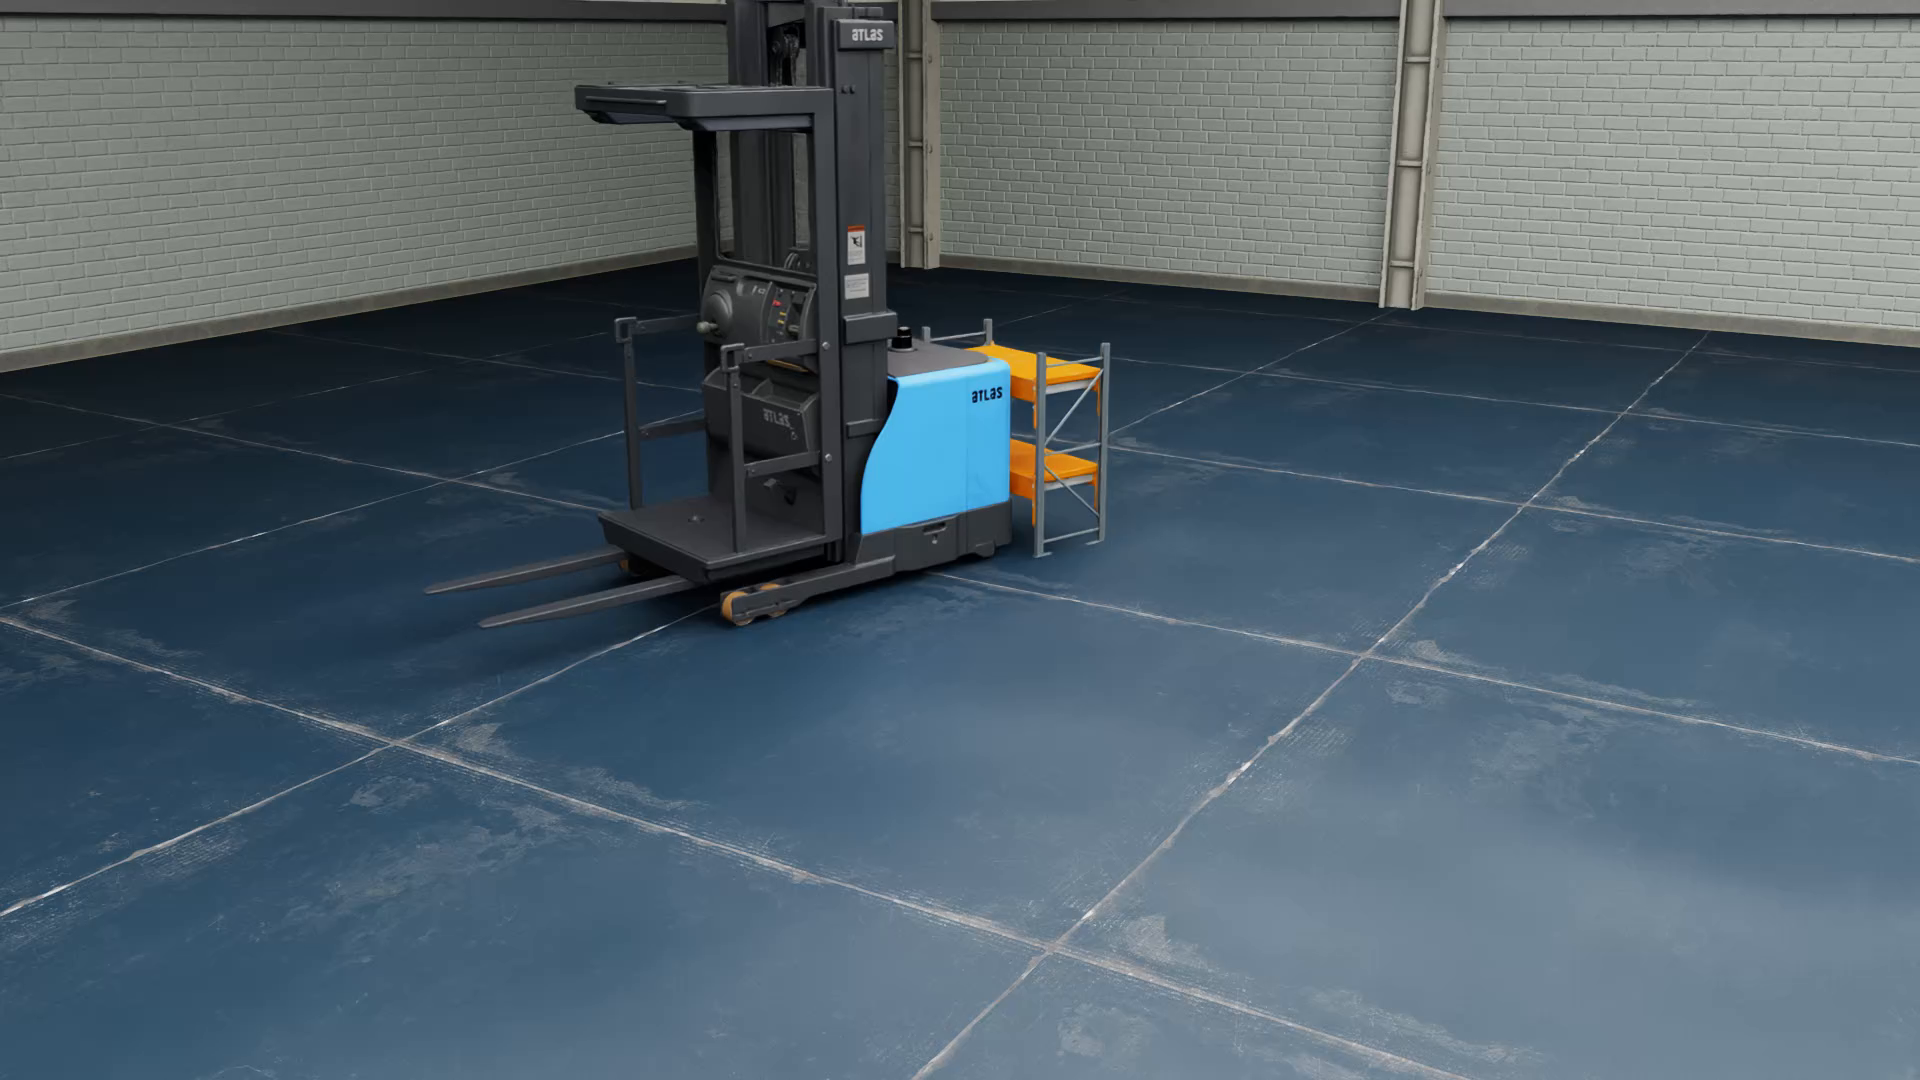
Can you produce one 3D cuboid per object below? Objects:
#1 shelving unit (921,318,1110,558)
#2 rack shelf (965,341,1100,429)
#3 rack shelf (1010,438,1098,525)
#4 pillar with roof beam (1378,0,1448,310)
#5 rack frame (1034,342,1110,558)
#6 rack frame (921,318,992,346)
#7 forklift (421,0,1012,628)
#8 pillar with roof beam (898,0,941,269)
[{"bbox_3d":[0.297,-0.606,9.439,0.538,1.125,1.048,-13,21,-36],"label":"shelving unit"},{"bbox_3d":[0.297,-0.886,9.354,0.538,0.278,1.000,-13,21,-36],"label":"rack shelf"},{"bbox_3d":[0.297,-0.372,9.510,0.538,0.278,1.000,-13,21,-36],"label":"rack shelf"},{"bbox_3d":[2.375,-5.685,12.615,0.400,9.000,9.100,10,20,30],"label":"pillar with roof beam"},{"bbox_3d":[0.610,-0.489,9.056,0.500,1.125,0.032,-13,21,-36],"label":"rack frame"},{"bbox_3d":[-0.016,-0.722,9.823,0.500,1.125,0.032,-13,21,-36],"label":"rack frame"},{"bbox_3d":[-1.167,-1.161,8.160,3.031,2.935,1.130,-14,22,-38],"label":"forklift"},{"bbox_3d":[-2.738,-6.598,15.620,0.400,9.000,9.100,10,20,30],"label":"pillar with roof beam"}]
